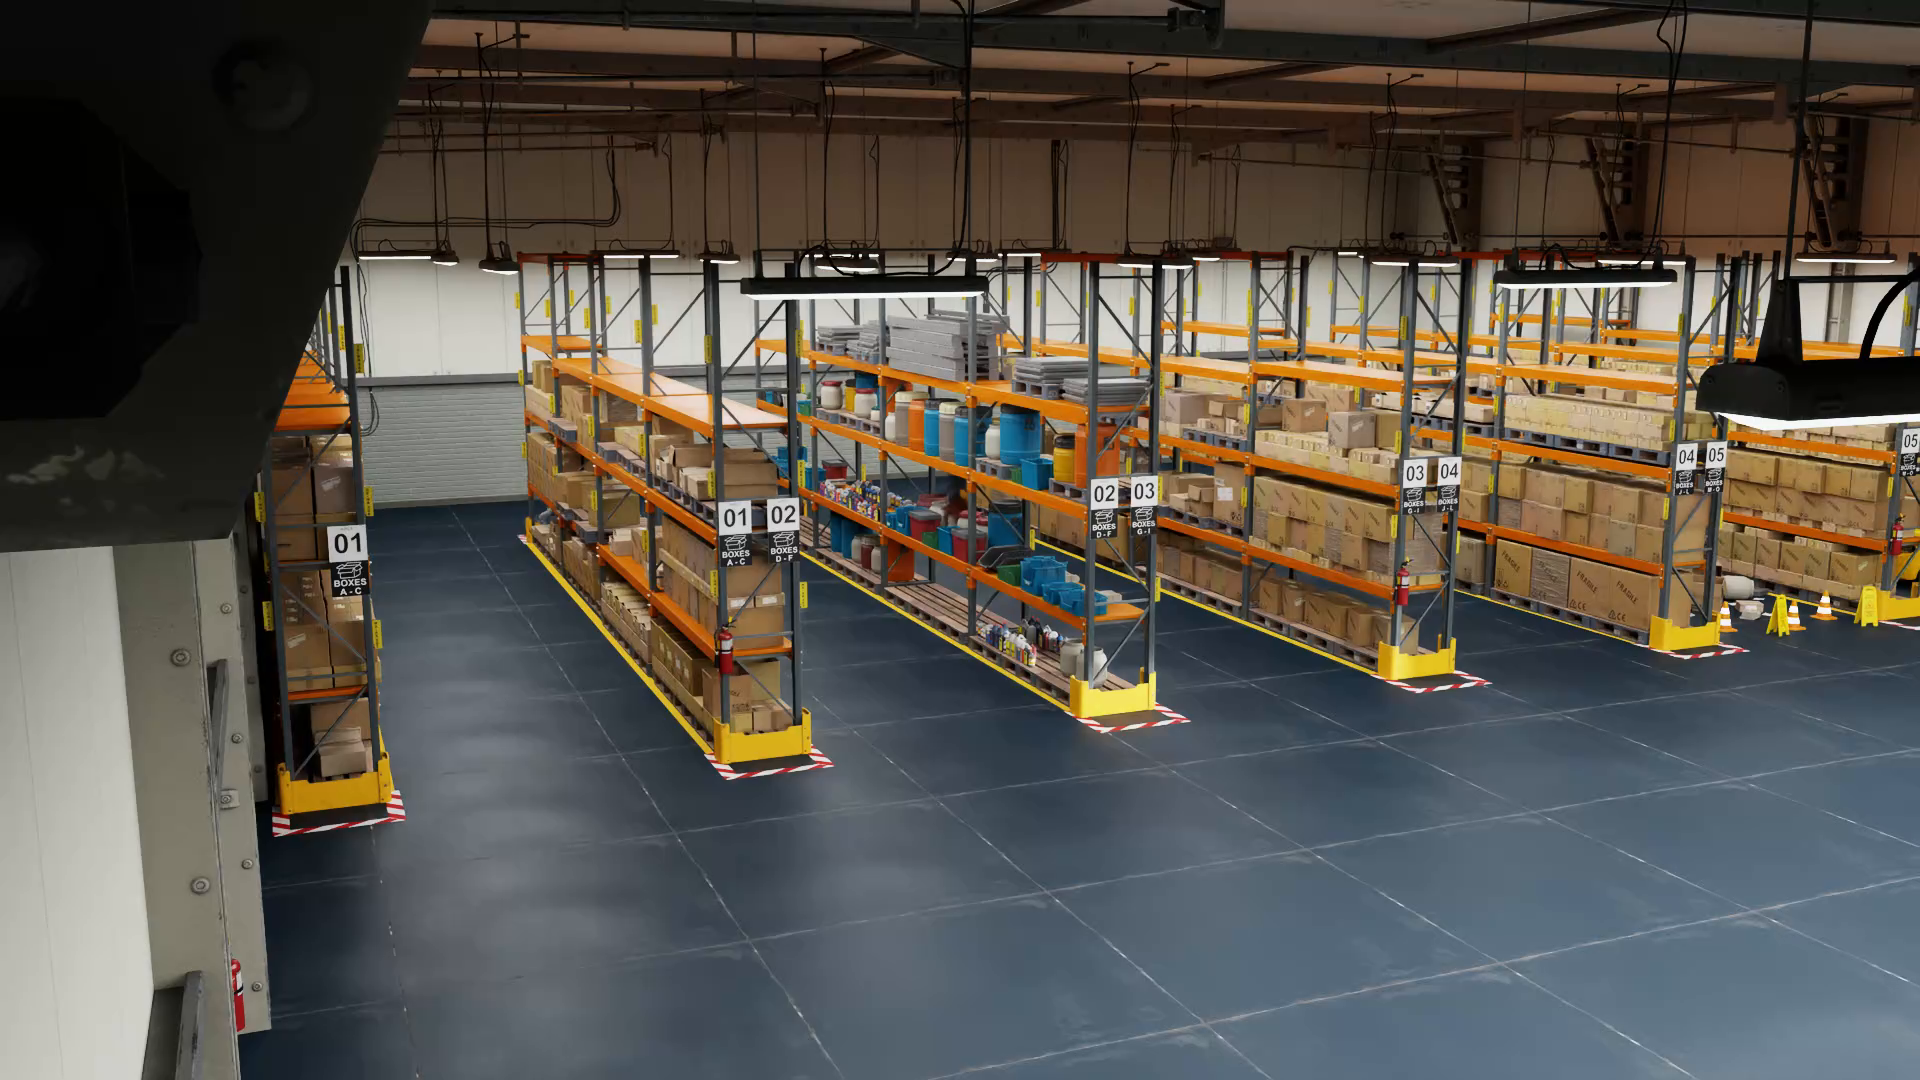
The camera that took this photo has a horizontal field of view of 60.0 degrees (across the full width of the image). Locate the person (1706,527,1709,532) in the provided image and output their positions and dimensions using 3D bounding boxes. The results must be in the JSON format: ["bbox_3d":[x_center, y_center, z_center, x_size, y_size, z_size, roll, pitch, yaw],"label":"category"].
[{"bbox_3d":[15.182,-0.664,33.974,0.485,1.492,0.814,-6,12,-29],"label":"person"}]

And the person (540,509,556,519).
[{"bbox_3d":[-8.818,-1.069,36.063,0.598,1.589,0.610,-2,11,-12],"label":"person"}]
